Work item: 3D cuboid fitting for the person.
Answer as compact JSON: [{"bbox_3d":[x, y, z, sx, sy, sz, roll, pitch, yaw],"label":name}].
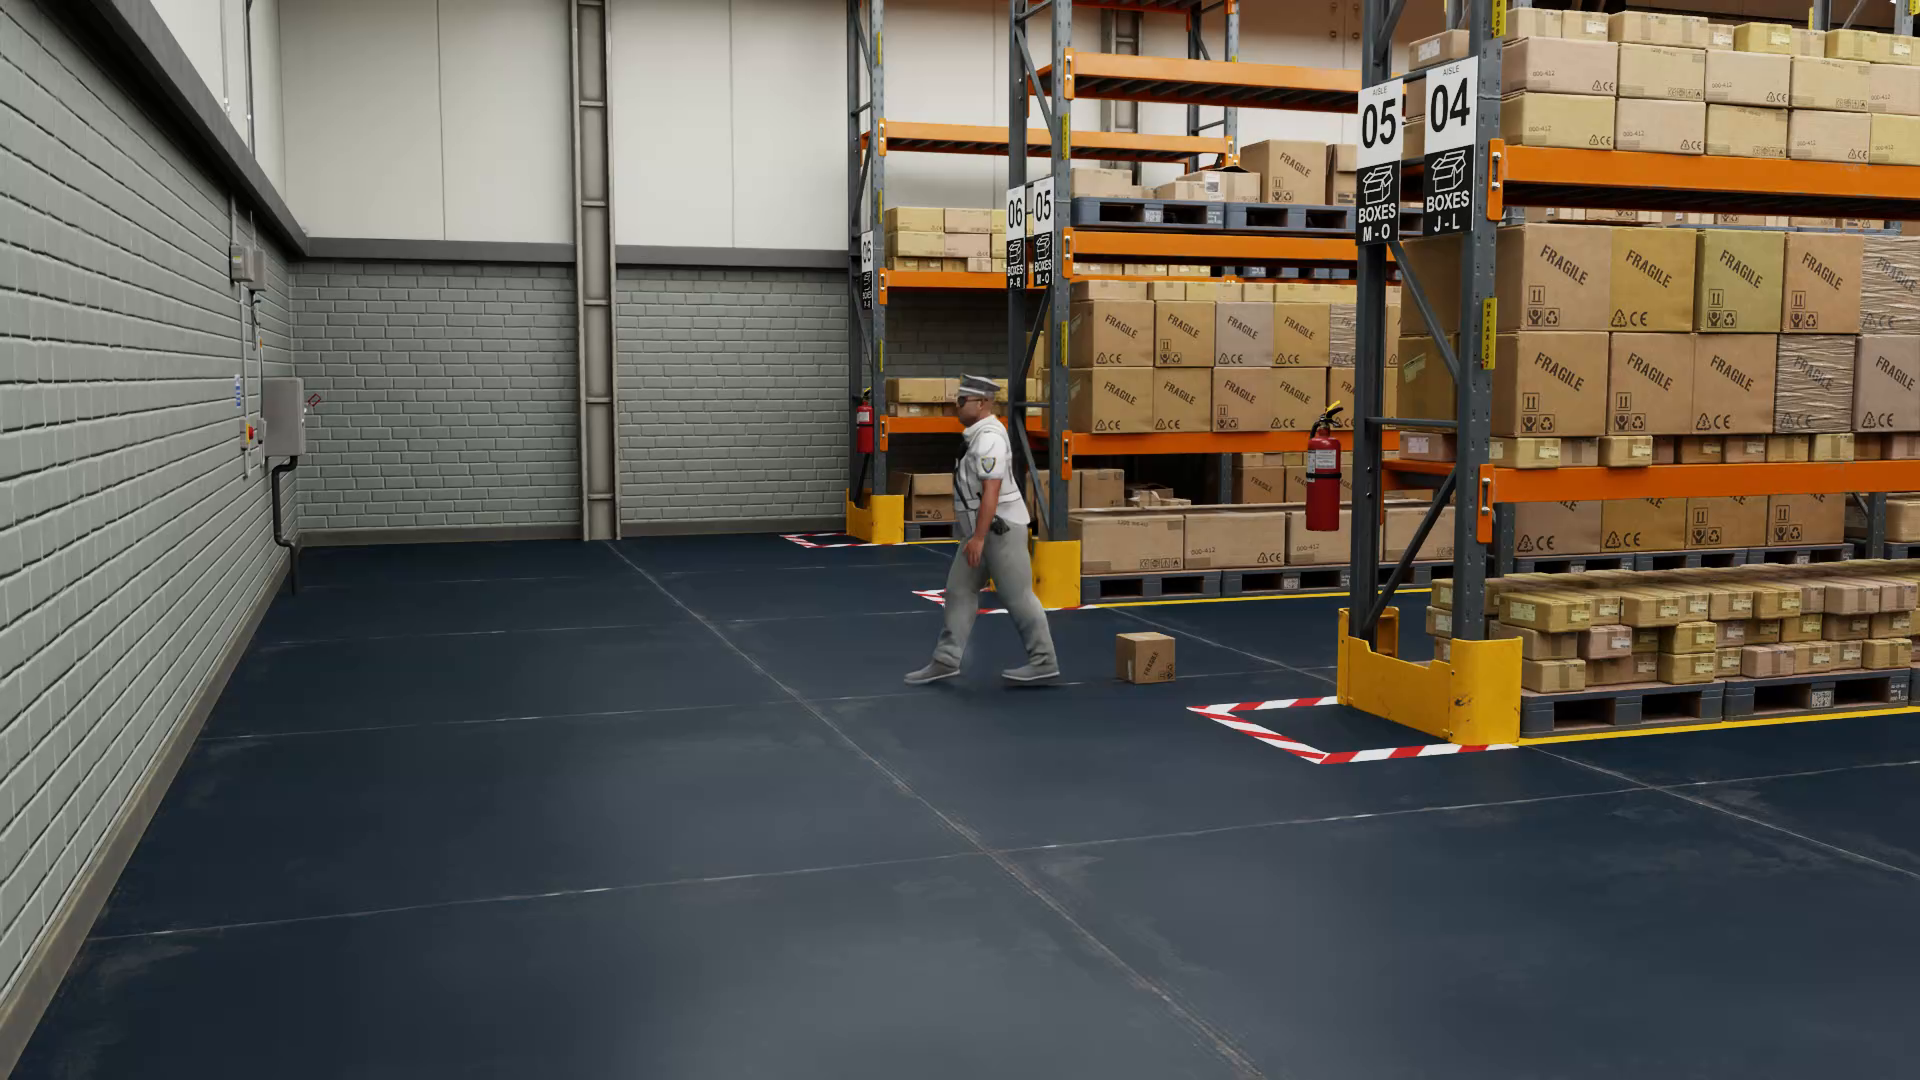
[{"bbox_3d":[0.136,-0.048,9.243,0.853,1.752,0.569,-1,6,-10],"label":"person"}]
